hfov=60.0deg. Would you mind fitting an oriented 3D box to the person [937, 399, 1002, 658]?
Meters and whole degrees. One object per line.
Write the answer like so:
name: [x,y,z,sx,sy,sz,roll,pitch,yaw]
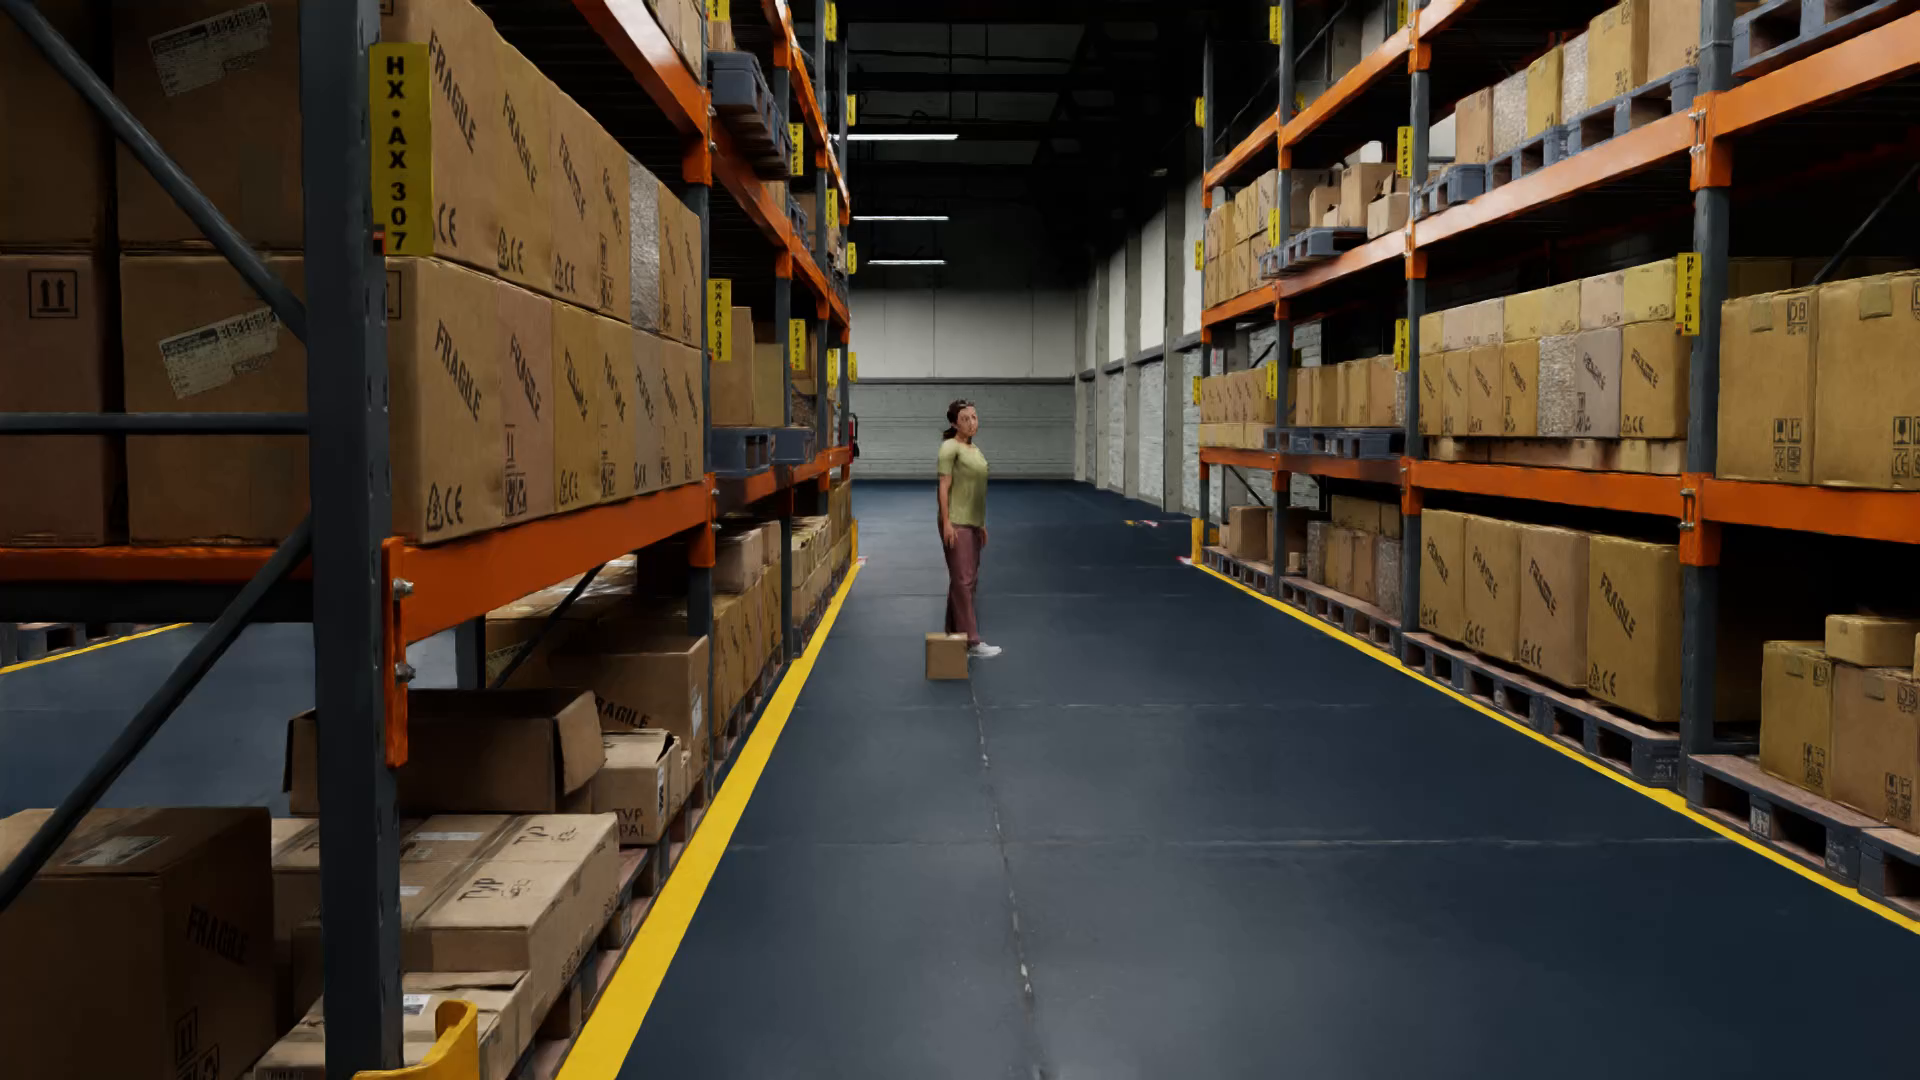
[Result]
person: [0.094,0.047,10.806,0.492,1.426,0.532,2,4,27]
